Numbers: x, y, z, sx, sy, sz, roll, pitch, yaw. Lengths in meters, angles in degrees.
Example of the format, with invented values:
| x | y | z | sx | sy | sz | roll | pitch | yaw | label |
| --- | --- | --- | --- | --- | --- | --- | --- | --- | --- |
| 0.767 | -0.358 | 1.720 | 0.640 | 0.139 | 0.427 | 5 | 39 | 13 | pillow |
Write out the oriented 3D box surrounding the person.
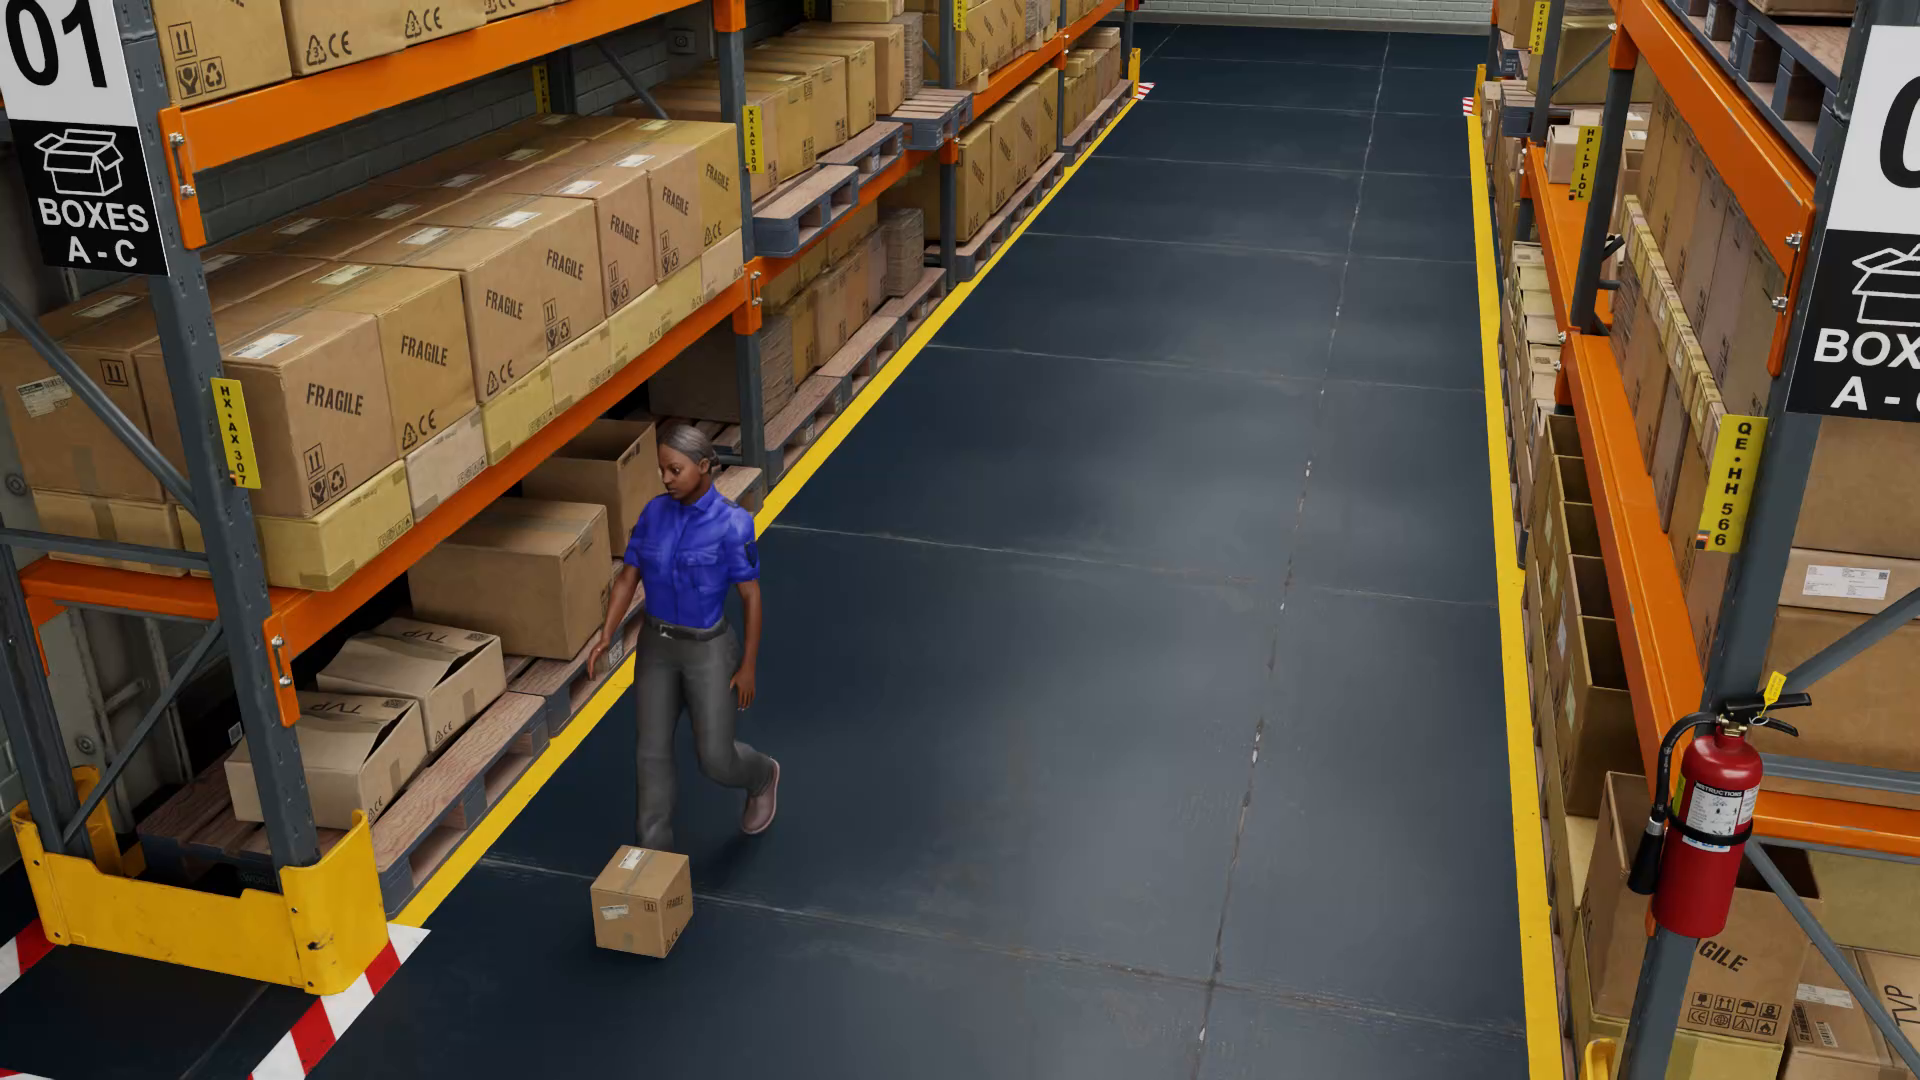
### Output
| x | y | z | sx | sy | sz | roll | pitch | yaw | label |
| --- | --- | --- | --- | --- | --- | --- | --- | --- | --- |
| -0.979 | 0.426 | 5.741 | 0.524 | 1.599 | 0.795 | 11 | 28 | 22 | person |
